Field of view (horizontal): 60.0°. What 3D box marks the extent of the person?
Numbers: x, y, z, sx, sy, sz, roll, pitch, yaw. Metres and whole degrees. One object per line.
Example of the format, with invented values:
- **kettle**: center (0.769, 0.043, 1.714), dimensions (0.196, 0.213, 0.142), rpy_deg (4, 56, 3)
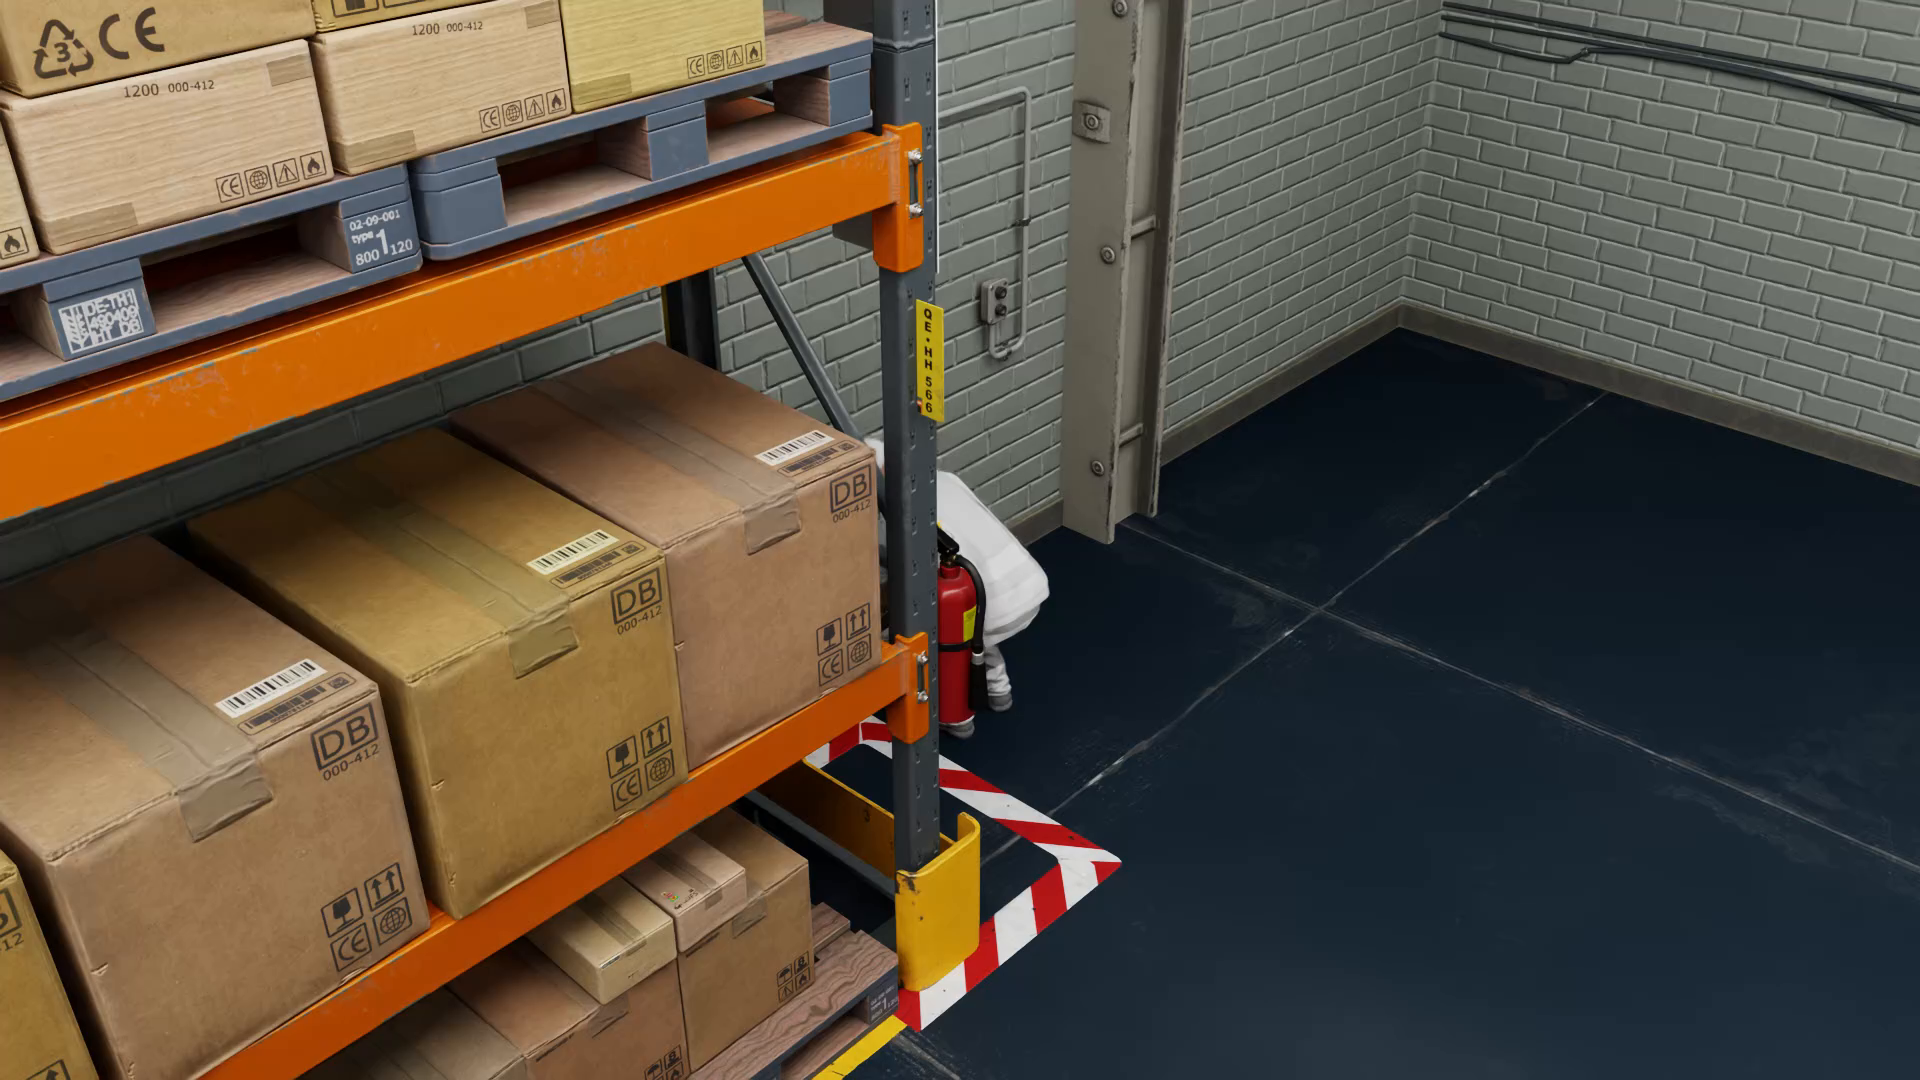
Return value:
- **person**: center (-0.090, 0.195, 6.444), dimensions (0.856, 1.114, 0.582), rpy_deg (23, 38, 33)
